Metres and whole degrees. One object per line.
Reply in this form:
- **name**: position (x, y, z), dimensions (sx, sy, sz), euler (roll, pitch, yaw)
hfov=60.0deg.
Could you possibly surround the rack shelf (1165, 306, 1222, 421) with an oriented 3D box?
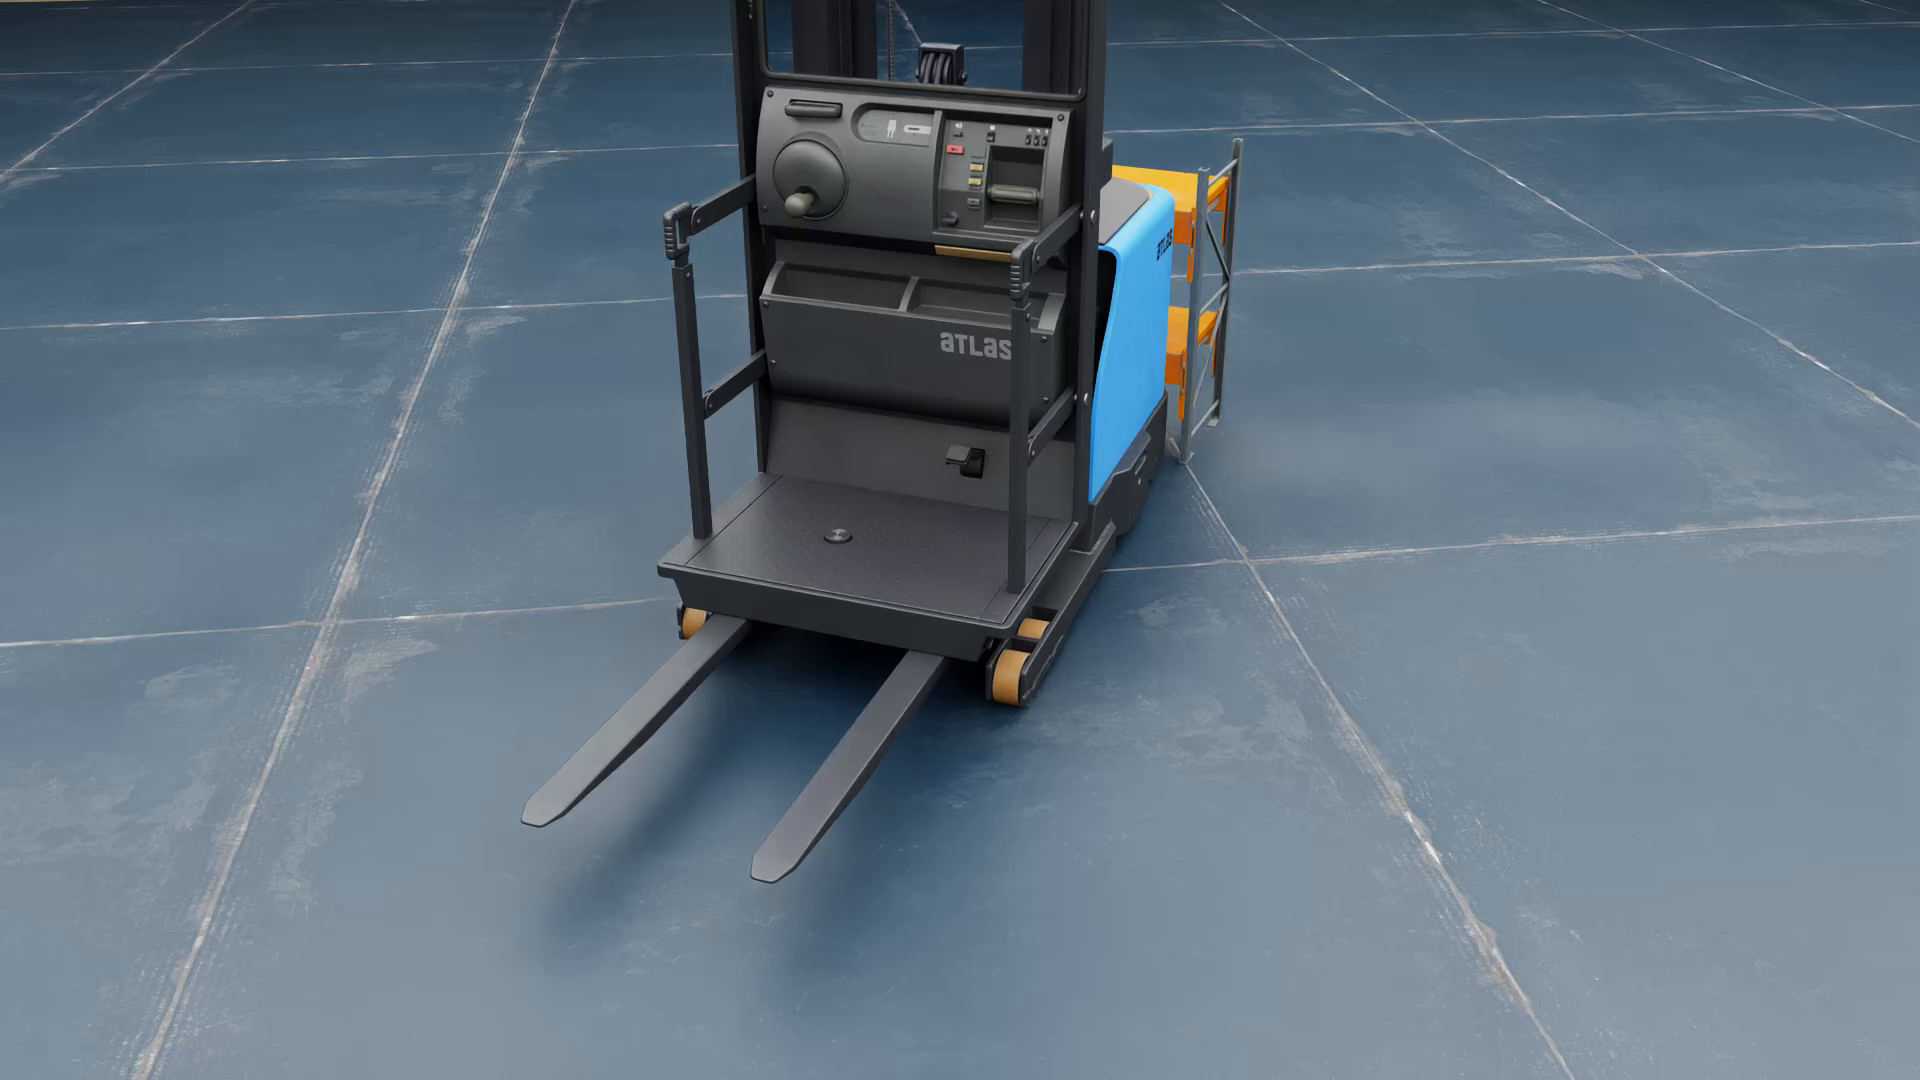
- **rack shelf**: position (0.478, -0.767, 6.549), dimensions (1.000, 0.278, 0.538), euler (11, 29, 21)

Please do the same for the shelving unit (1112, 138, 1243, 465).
- **shelving unit**: position (0.478, -0.985, 6.437), dimensions (1.048, 1.125, 0.538), euler (11, 29, 21)

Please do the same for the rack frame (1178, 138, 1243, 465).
- **rack frame**: position (0.944, -0.892, 6.257), dimensions (0.032, 1.125, 0.500), euler (11, 29, 21)

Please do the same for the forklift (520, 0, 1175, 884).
- **forklift**: position (-0.216, -1.034, 4.554), dimensions (1.130, 2.935, 3.031), euler (9, 29, 18)

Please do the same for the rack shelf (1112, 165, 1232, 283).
- **rack shelf**: position (0.478, -1.245, 6.304), dimensions (1.000, 0.278, 0.538), euler (11, 29, 21)
